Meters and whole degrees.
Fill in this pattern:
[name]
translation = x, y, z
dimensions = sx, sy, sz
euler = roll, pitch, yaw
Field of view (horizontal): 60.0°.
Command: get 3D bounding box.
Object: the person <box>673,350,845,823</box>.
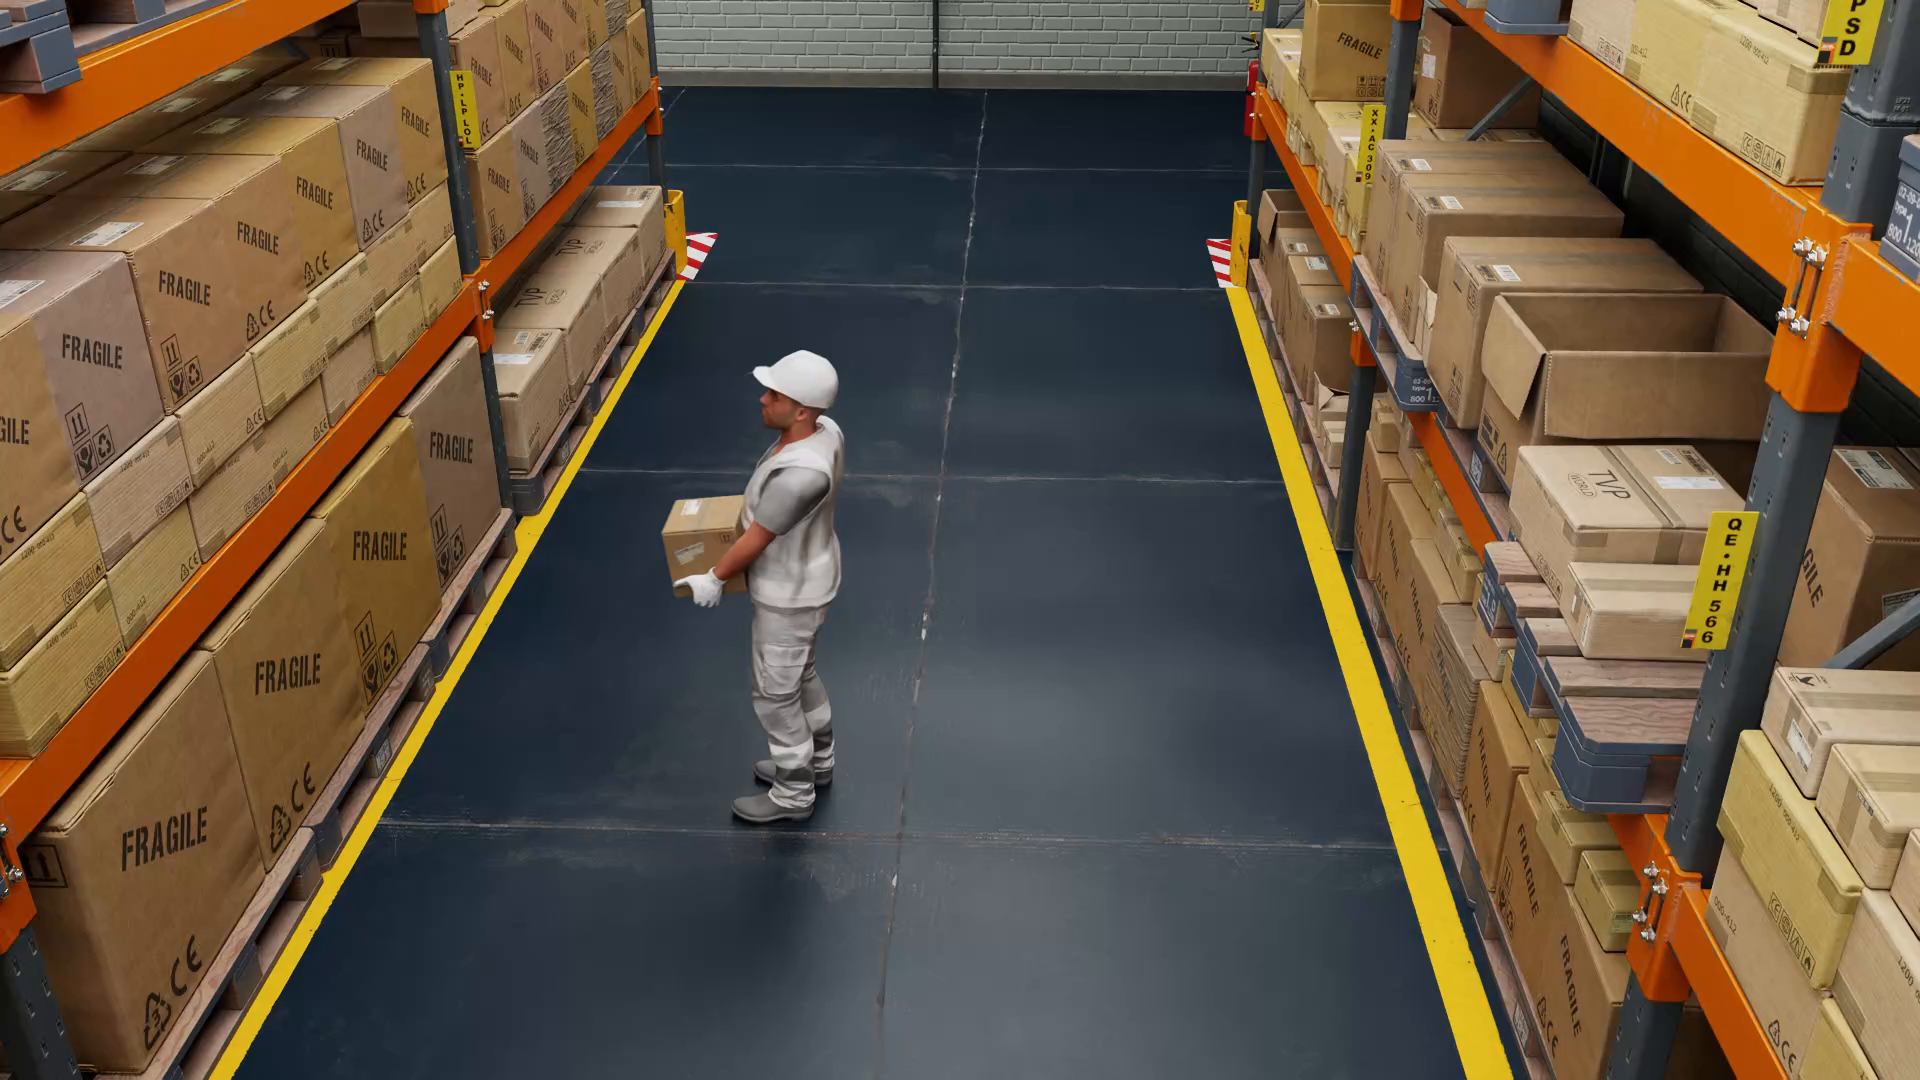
[person]
translation = -0.681, 0.180, 5.760
dimensions = 0.571, 1.782, 0.494
euler = 1, 28, 2
